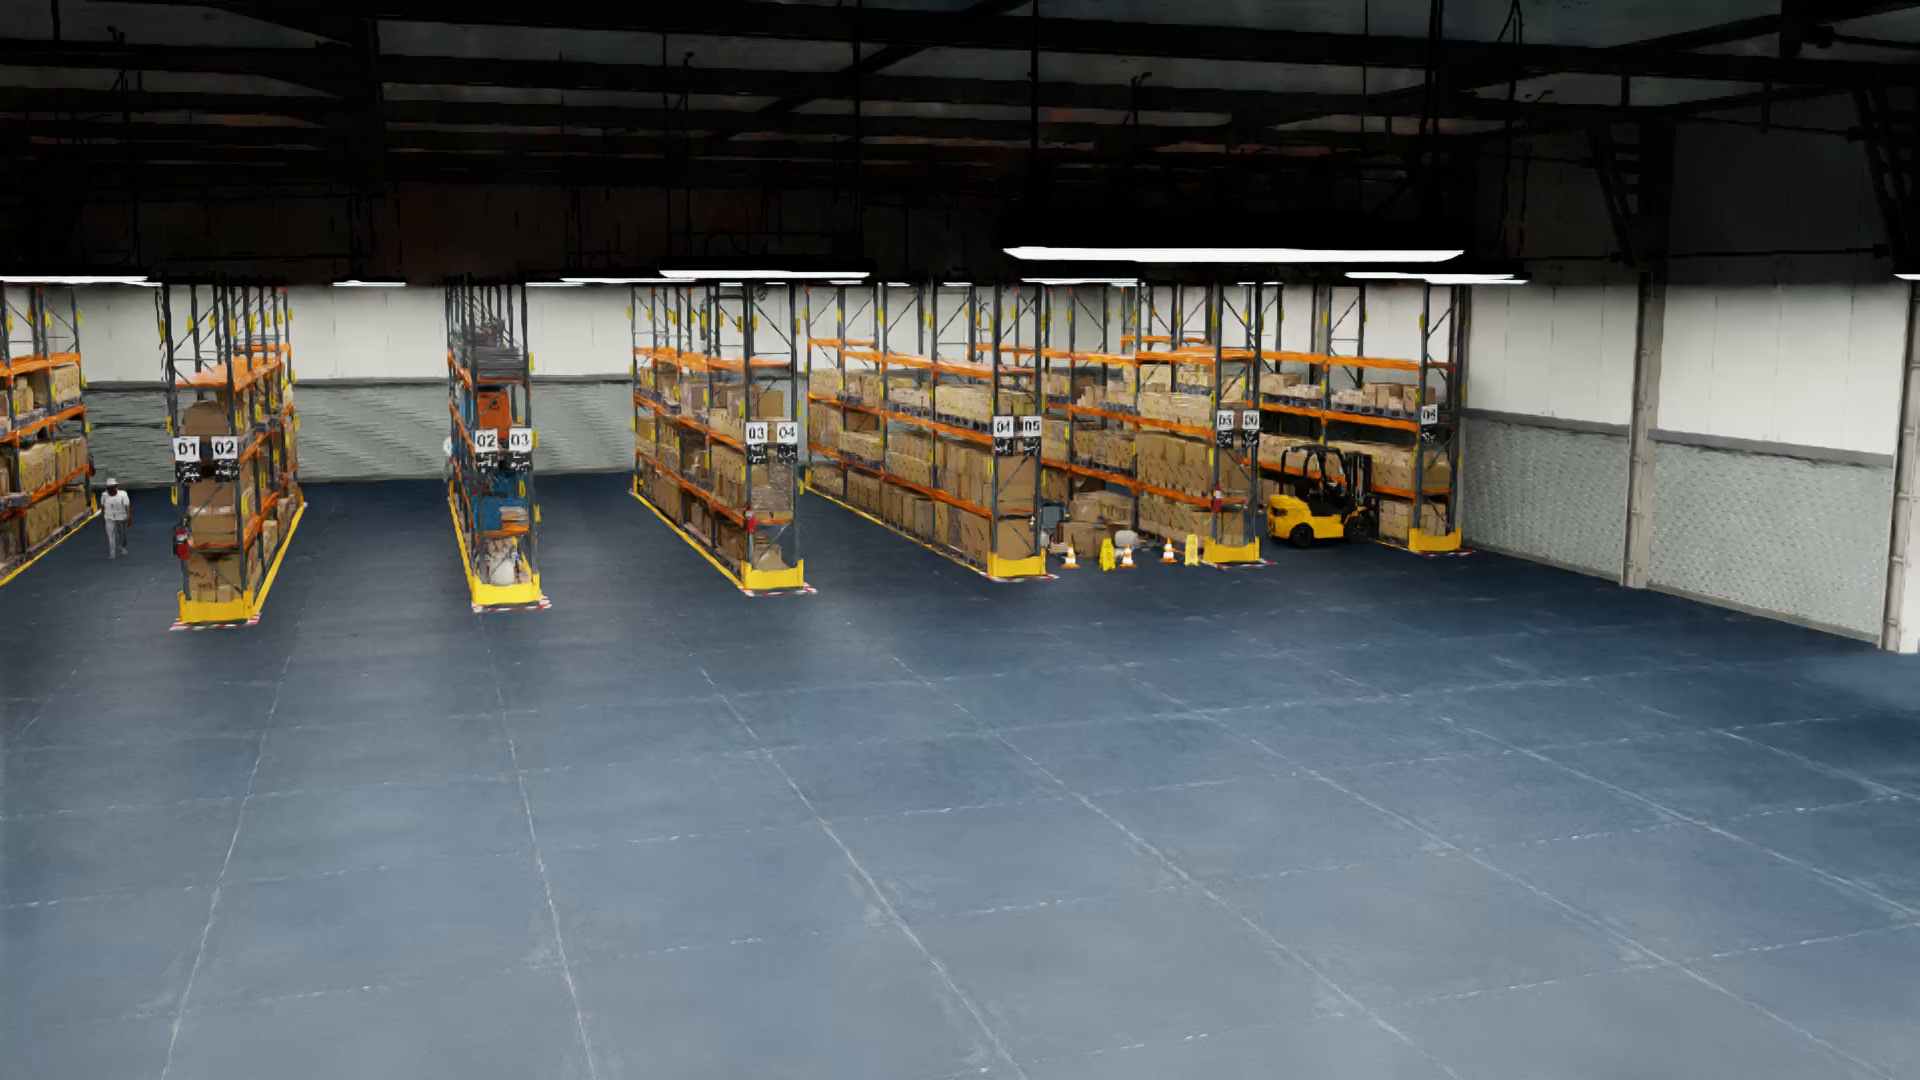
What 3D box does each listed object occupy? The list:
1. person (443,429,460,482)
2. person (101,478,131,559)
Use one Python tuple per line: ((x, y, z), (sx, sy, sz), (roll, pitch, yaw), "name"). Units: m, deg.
((-15.037, -2.522, 49.360), (0.642, 1.609, 0.807), (-6, 11, -37), "person")
((-18.042, -0.475, 35.556), (0.591, 1.718, 1.042), (-3, 9, -19), "person")
